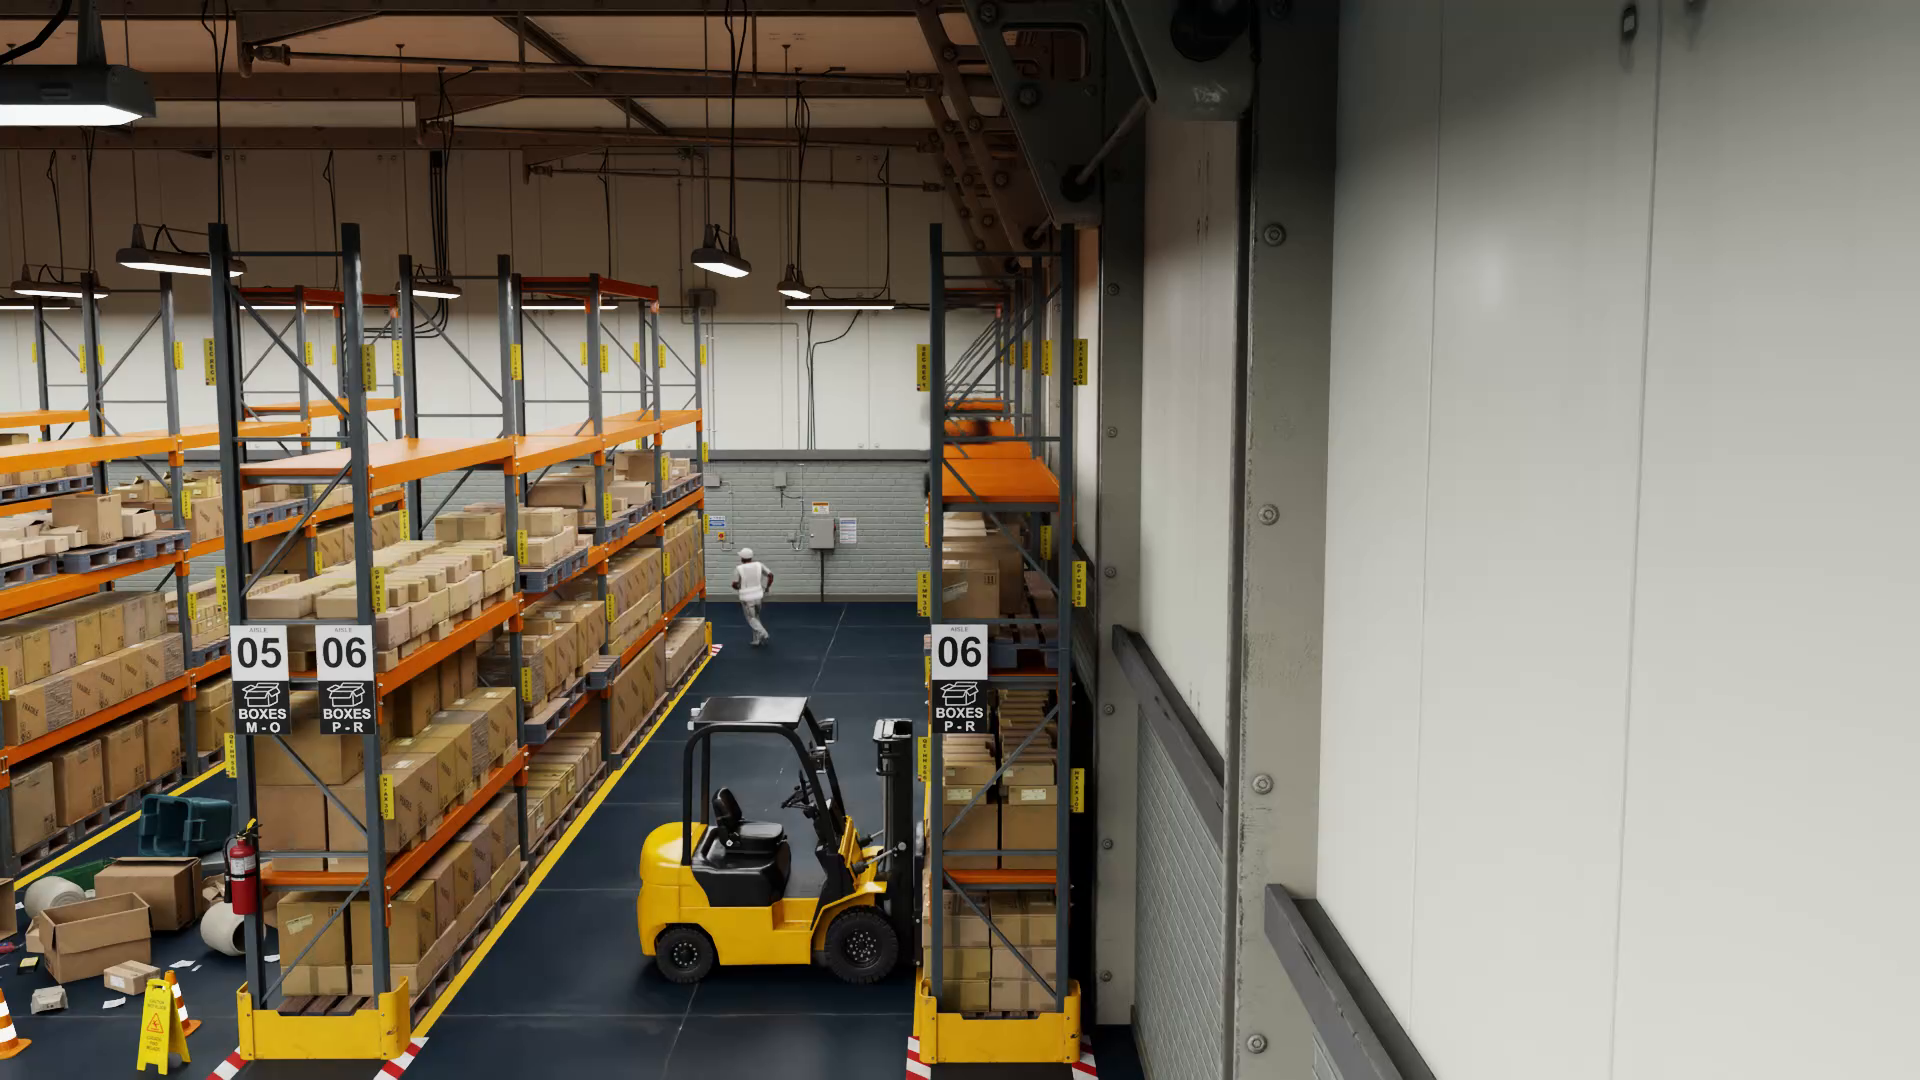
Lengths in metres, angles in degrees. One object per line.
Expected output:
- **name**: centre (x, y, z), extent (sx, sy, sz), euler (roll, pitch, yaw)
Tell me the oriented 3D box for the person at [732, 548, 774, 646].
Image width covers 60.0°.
- **person**: centre (-3.552, 1.003, 28.311), extent (0.720, 1.761, 0.905), euler (-4, 8, -33)
